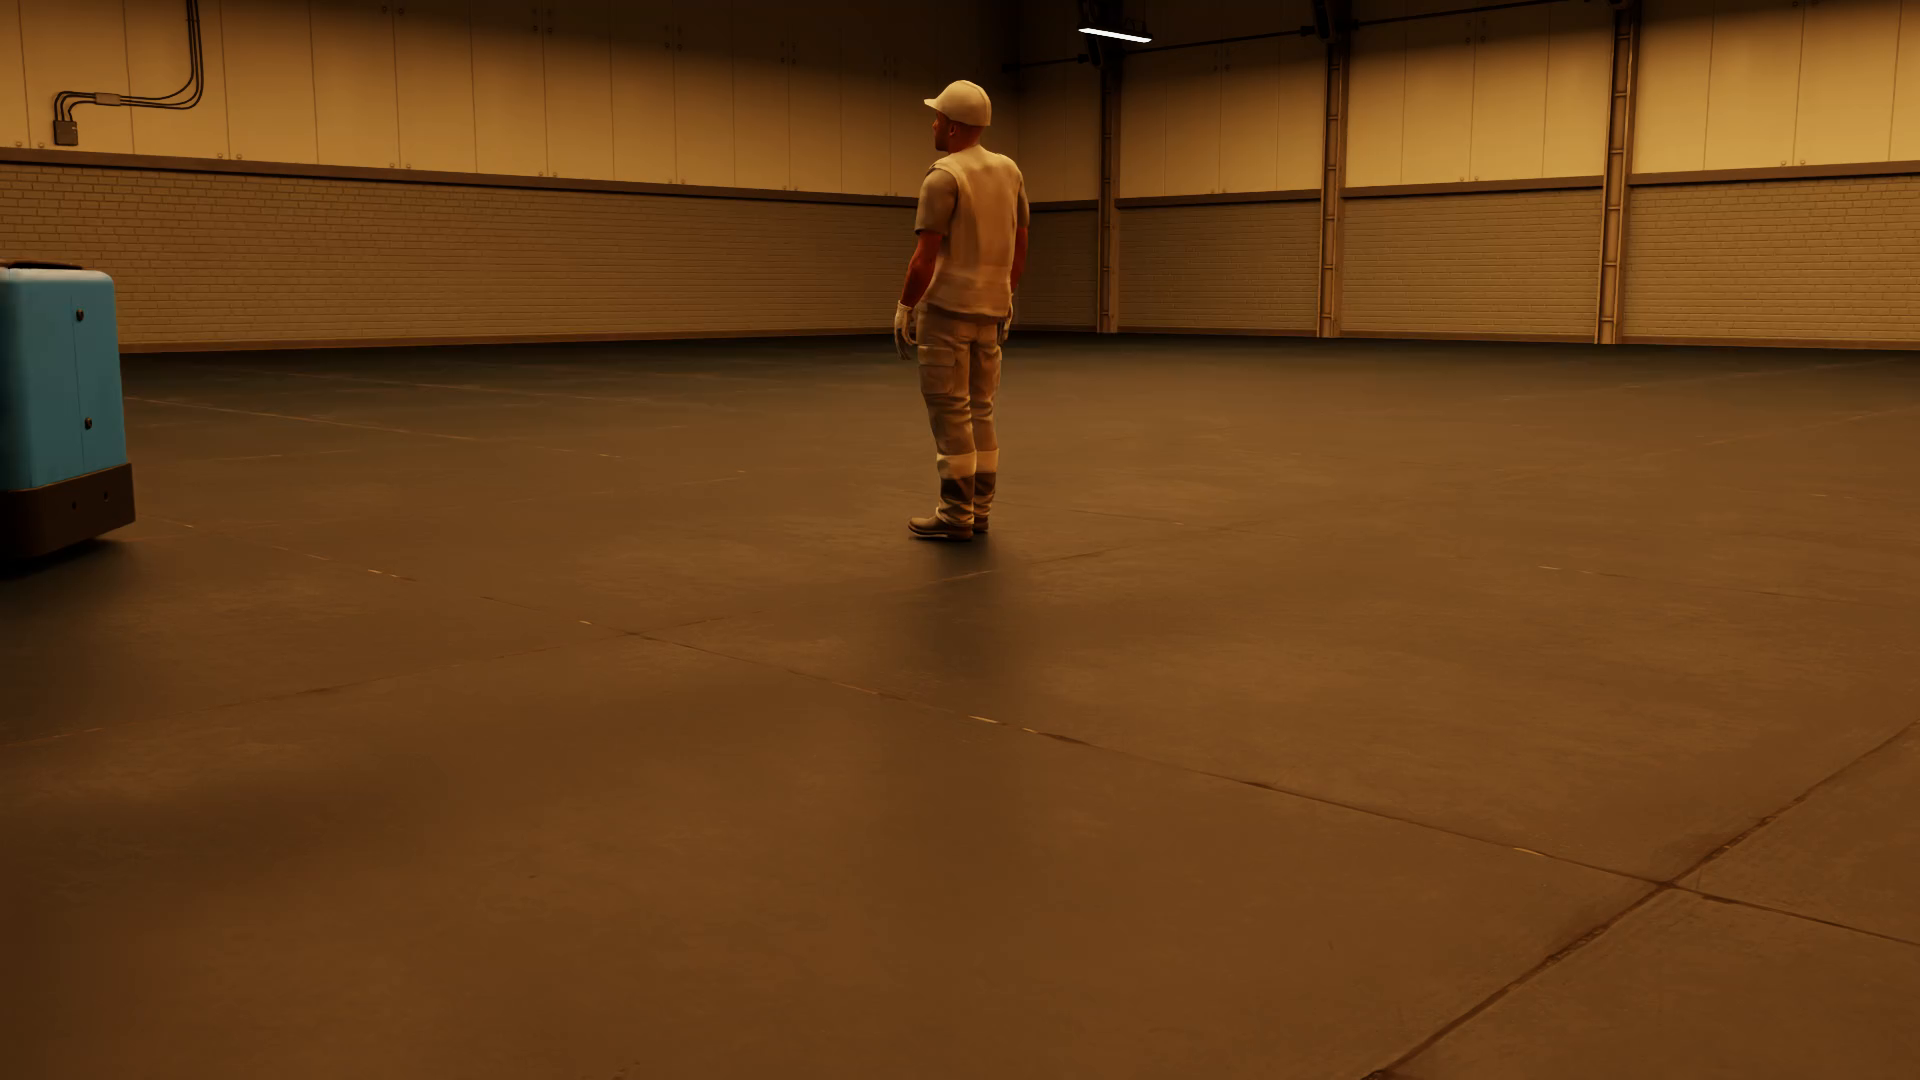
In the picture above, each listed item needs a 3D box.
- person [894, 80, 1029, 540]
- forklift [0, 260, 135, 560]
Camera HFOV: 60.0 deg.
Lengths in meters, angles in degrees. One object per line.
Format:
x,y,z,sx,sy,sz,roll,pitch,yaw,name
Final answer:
-0.049,-0.902,6.647,0.564,1.787,0.637,8,12,43,person
-4.790,-1.362,5.918,3.031,2.935,1.130,-1,9,-7,forklift
